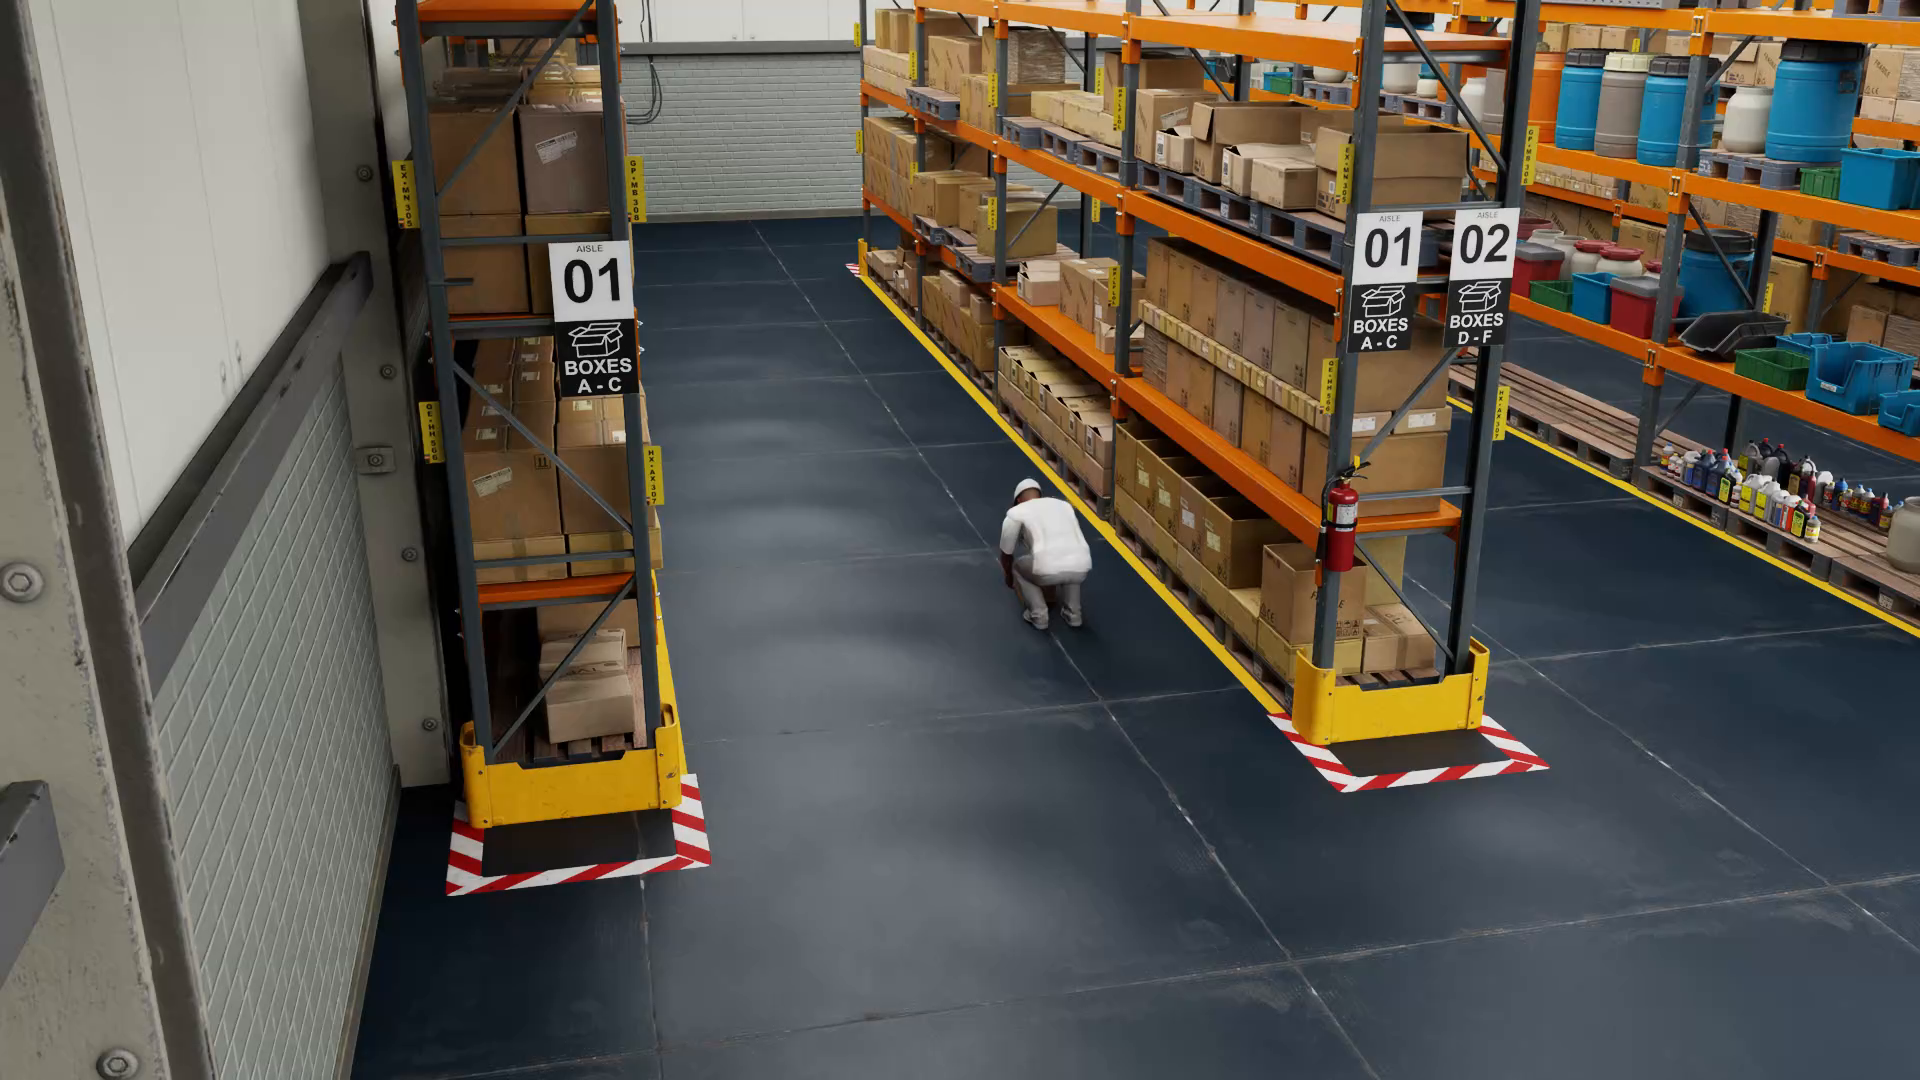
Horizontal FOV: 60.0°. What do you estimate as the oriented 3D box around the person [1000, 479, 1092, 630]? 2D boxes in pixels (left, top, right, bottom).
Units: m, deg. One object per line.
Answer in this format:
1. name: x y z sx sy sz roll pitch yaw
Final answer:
1. person: 0.602 0.107 11.977 0.572 0.941 0.897 -5 20 -13
